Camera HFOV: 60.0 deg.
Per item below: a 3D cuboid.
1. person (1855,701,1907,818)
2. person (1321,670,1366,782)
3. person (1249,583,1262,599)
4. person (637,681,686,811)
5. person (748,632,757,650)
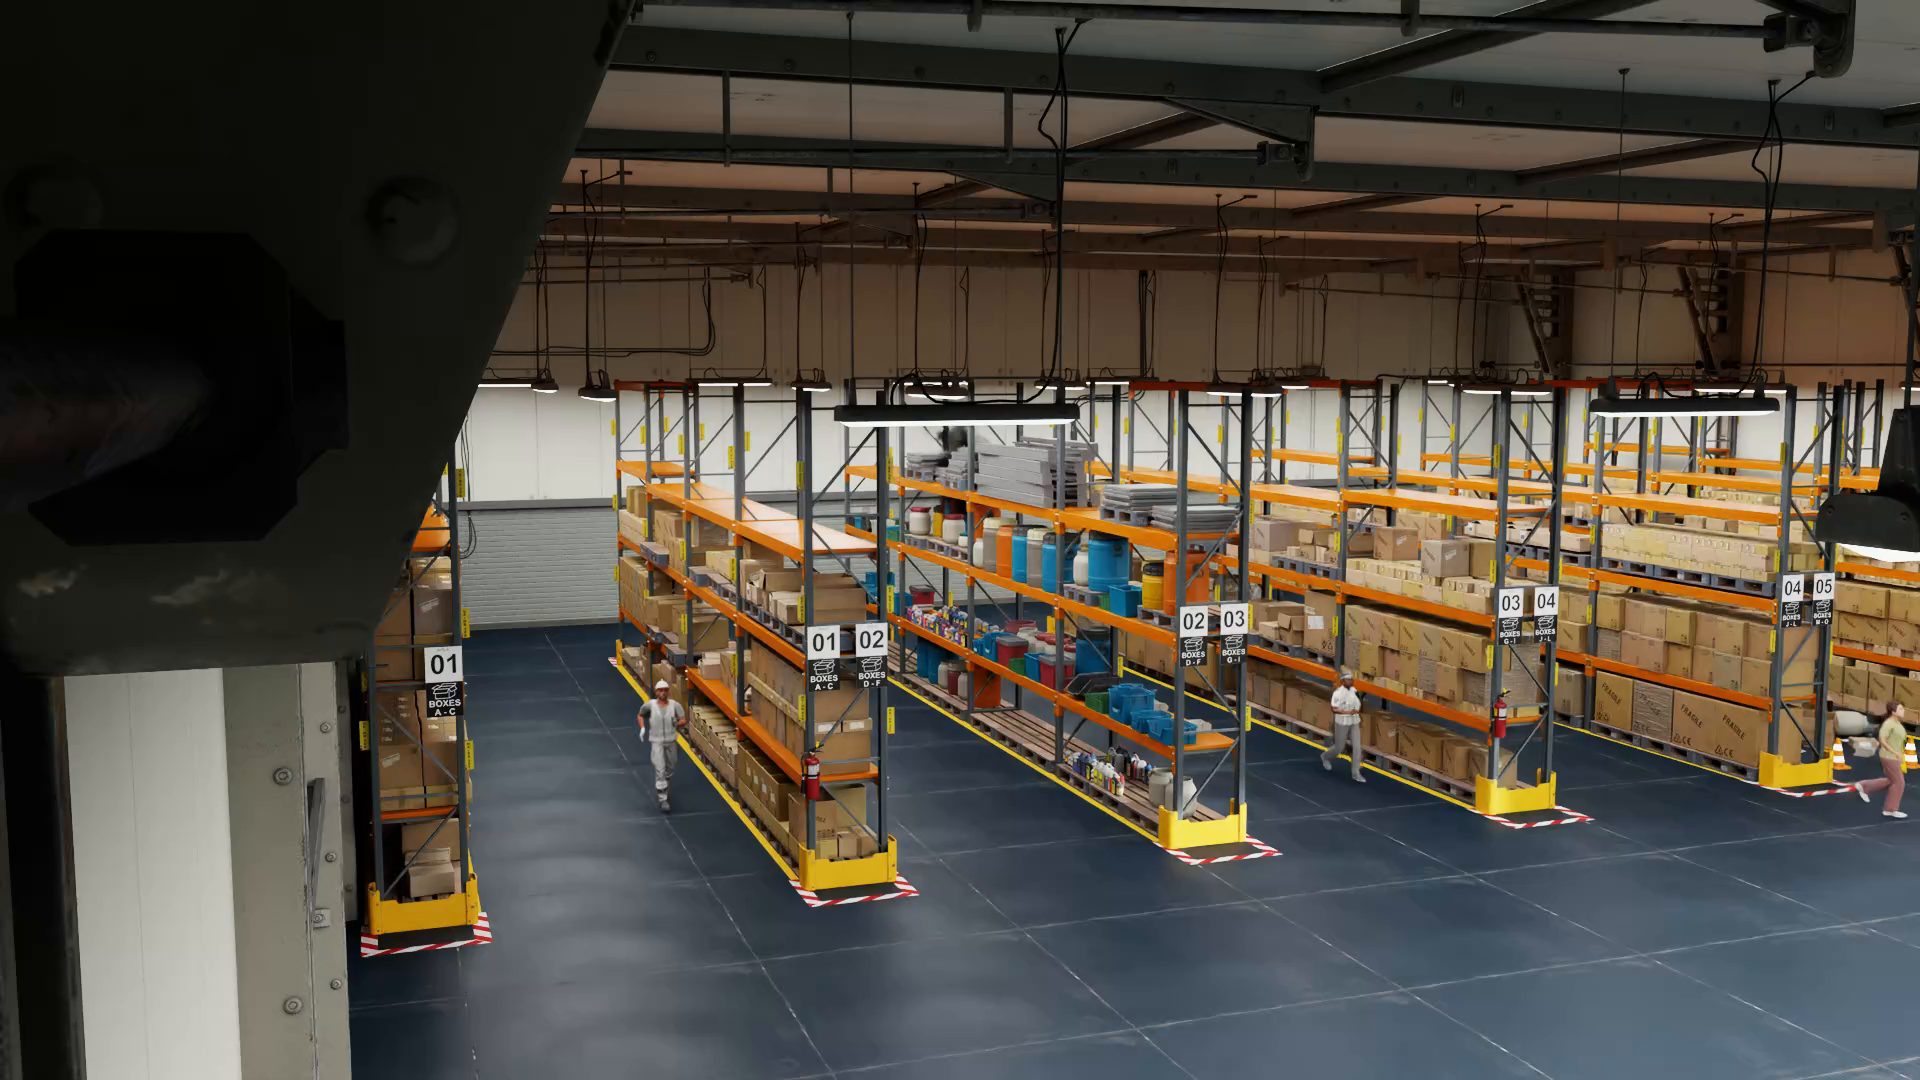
[{"bbox_3d":[12.965,3.050,23.356,0.675,1.645,0.583,5,8,39],"label":"person"},{"bbox_3d":[5.900,2.803,25.403,0.585,1.673,0.891,-3,7,-26],"label":"person"},{"bbox_3d":[7.538,1.089,41.515,0.591,1.717,0.737,-3,7,-25],"label":"person"},{"bbox_3d":[-4.250,2.893,23.829,0.659,1.774,1.002,-2,6,-21],"label":"person"},{"bbox_3d":[-4.171,1.896,34.139,0.574,1.668,0.896,-4,7,-32],"label":"person"}]
